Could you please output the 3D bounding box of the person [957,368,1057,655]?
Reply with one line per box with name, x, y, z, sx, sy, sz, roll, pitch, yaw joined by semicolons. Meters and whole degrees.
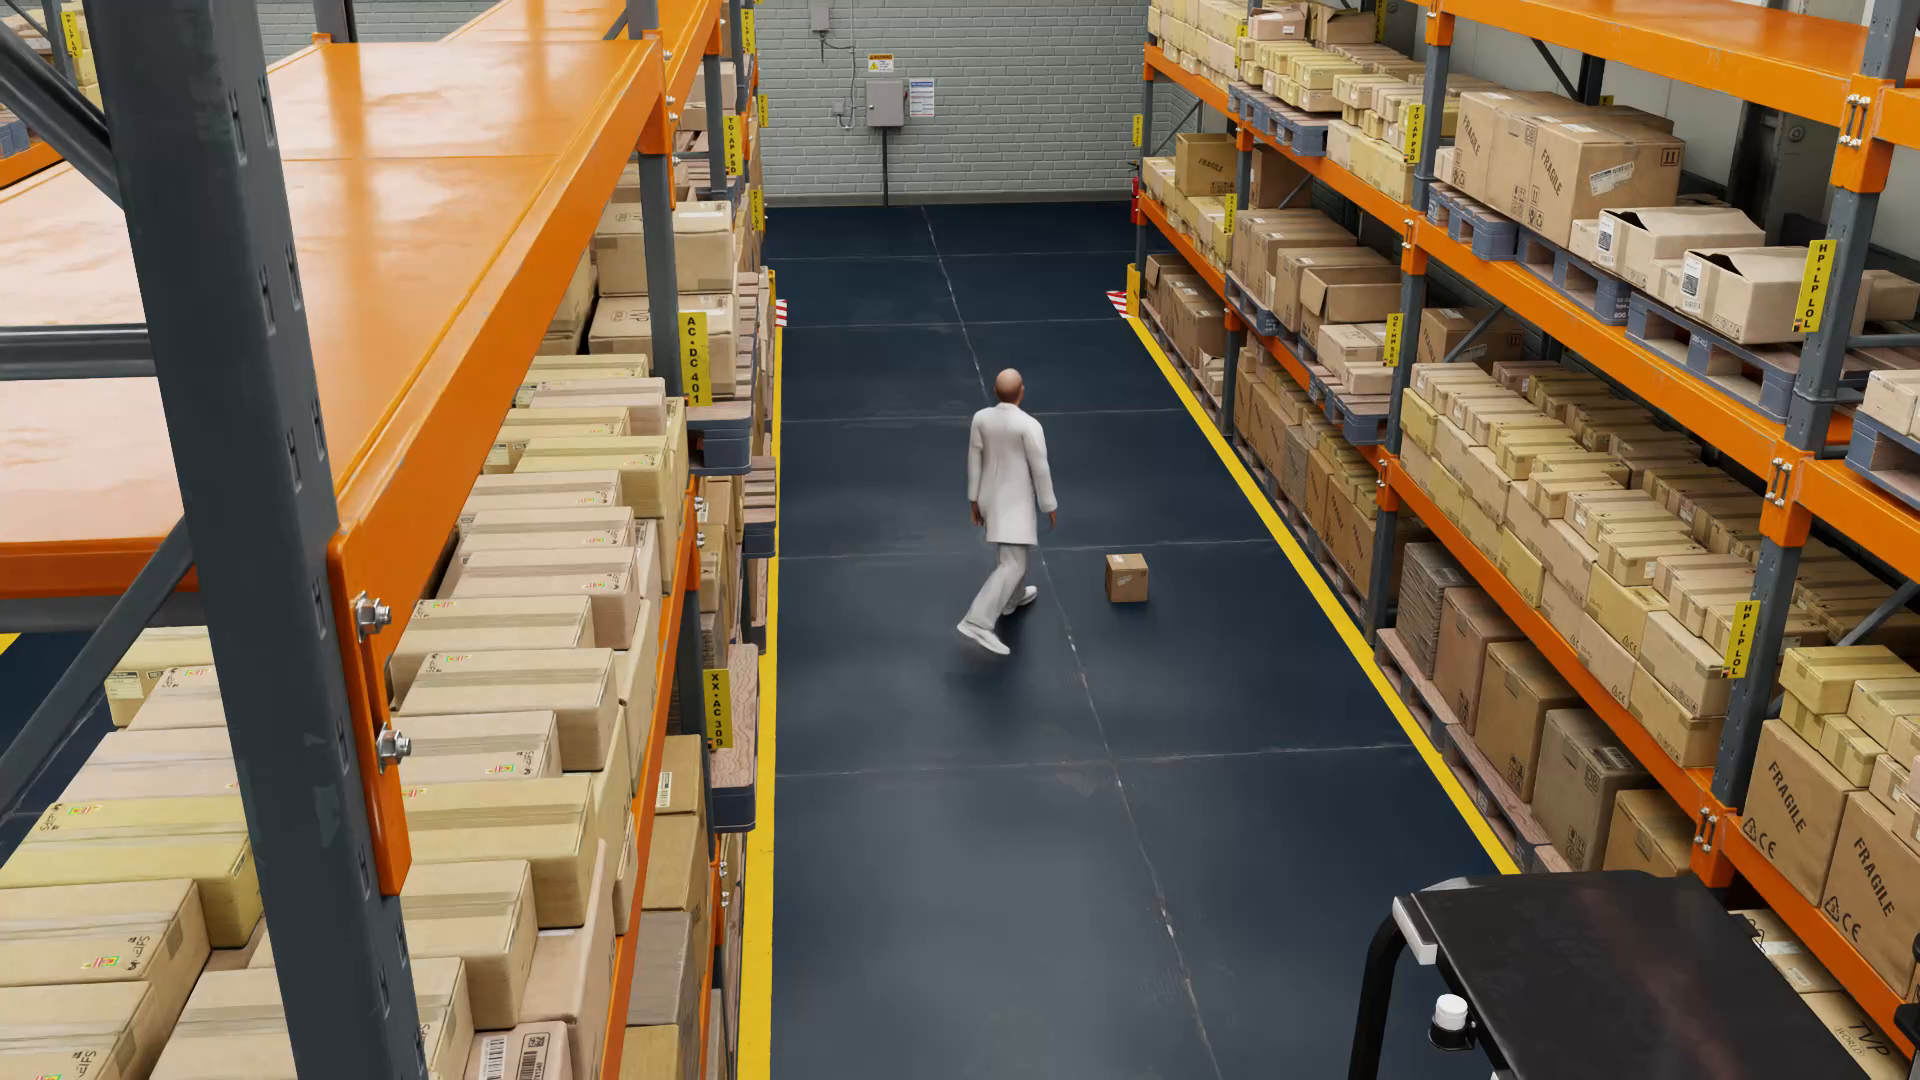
person;0.308;-0.203;10.593;1.006;1.744;0.710;-19;30;-37
